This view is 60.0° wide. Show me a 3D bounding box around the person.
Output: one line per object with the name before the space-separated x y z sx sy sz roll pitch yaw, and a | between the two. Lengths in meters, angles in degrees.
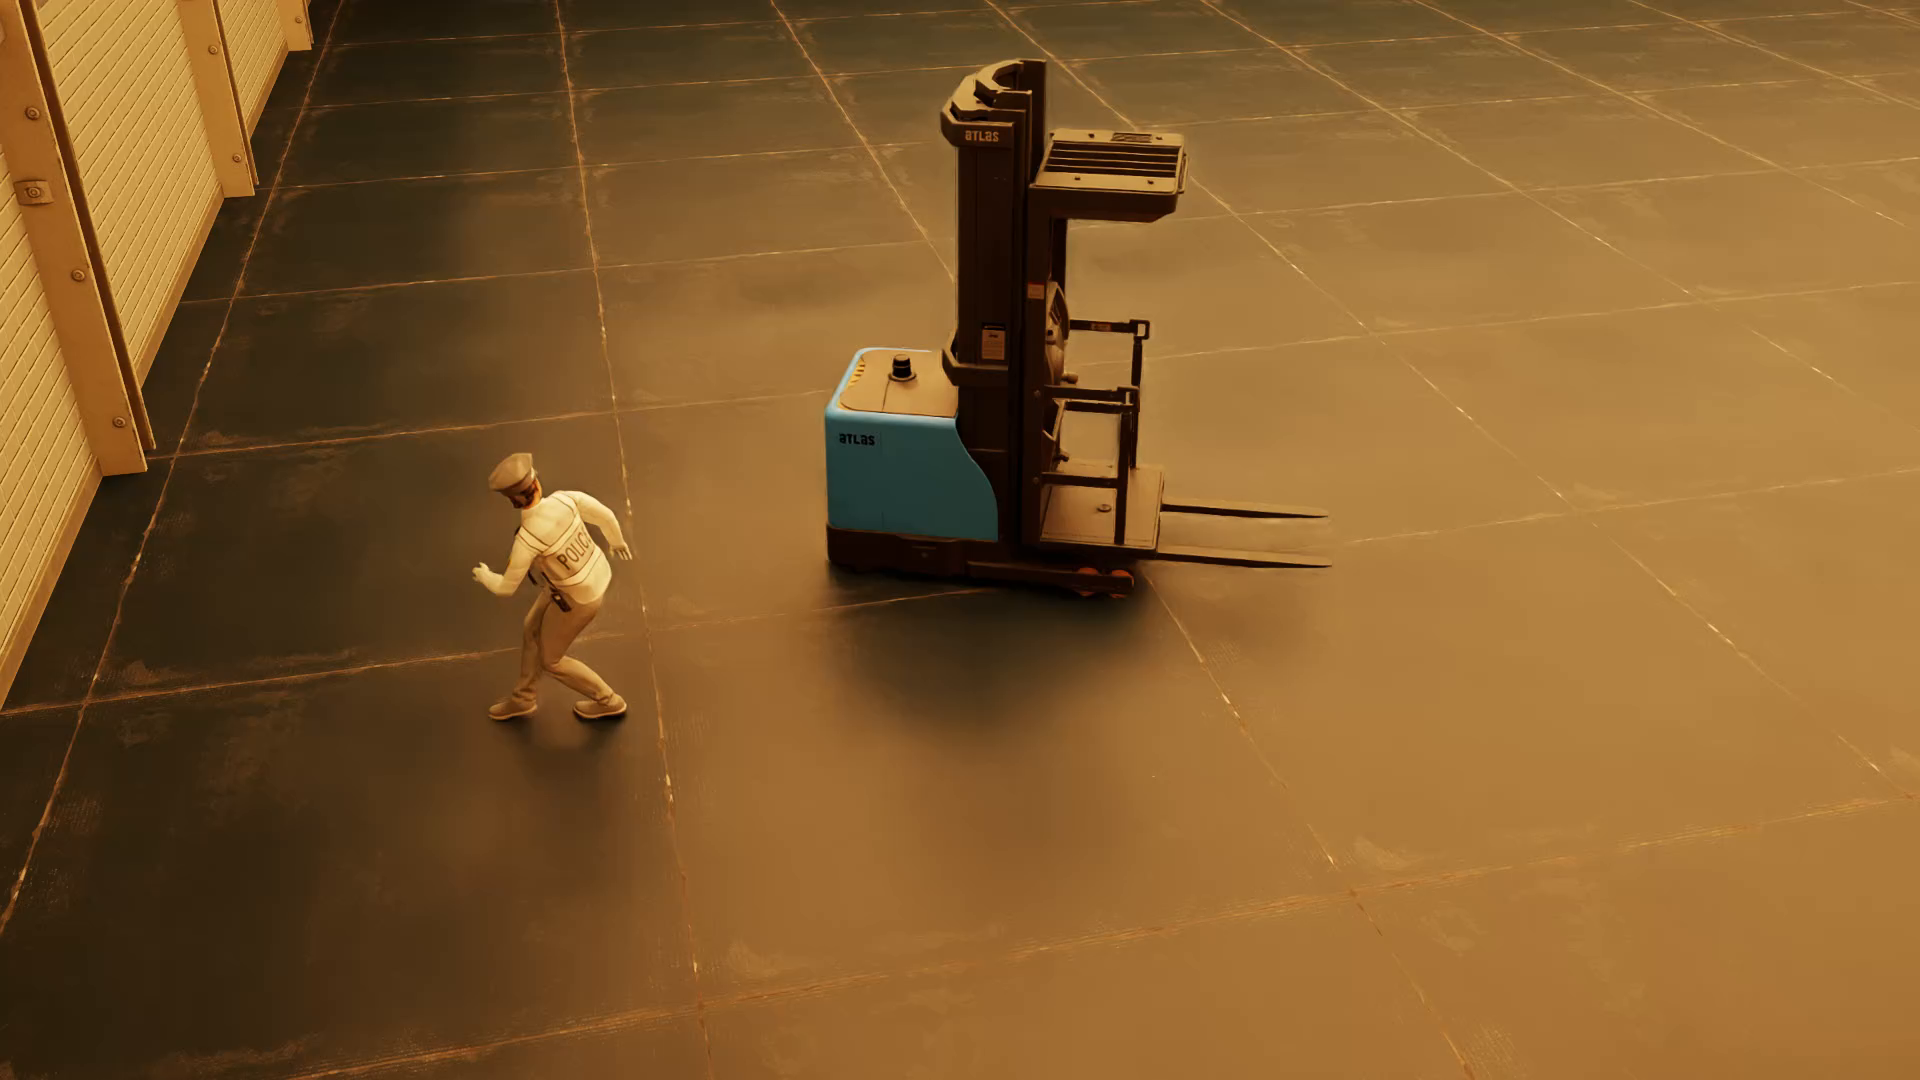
person | -2.140 0.212 8.617 0.736 1.535 0.709 5 30 9

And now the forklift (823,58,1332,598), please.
forklift | 0.751 -1.208 9.662 3.031 2.935 1.130 5 30 8
